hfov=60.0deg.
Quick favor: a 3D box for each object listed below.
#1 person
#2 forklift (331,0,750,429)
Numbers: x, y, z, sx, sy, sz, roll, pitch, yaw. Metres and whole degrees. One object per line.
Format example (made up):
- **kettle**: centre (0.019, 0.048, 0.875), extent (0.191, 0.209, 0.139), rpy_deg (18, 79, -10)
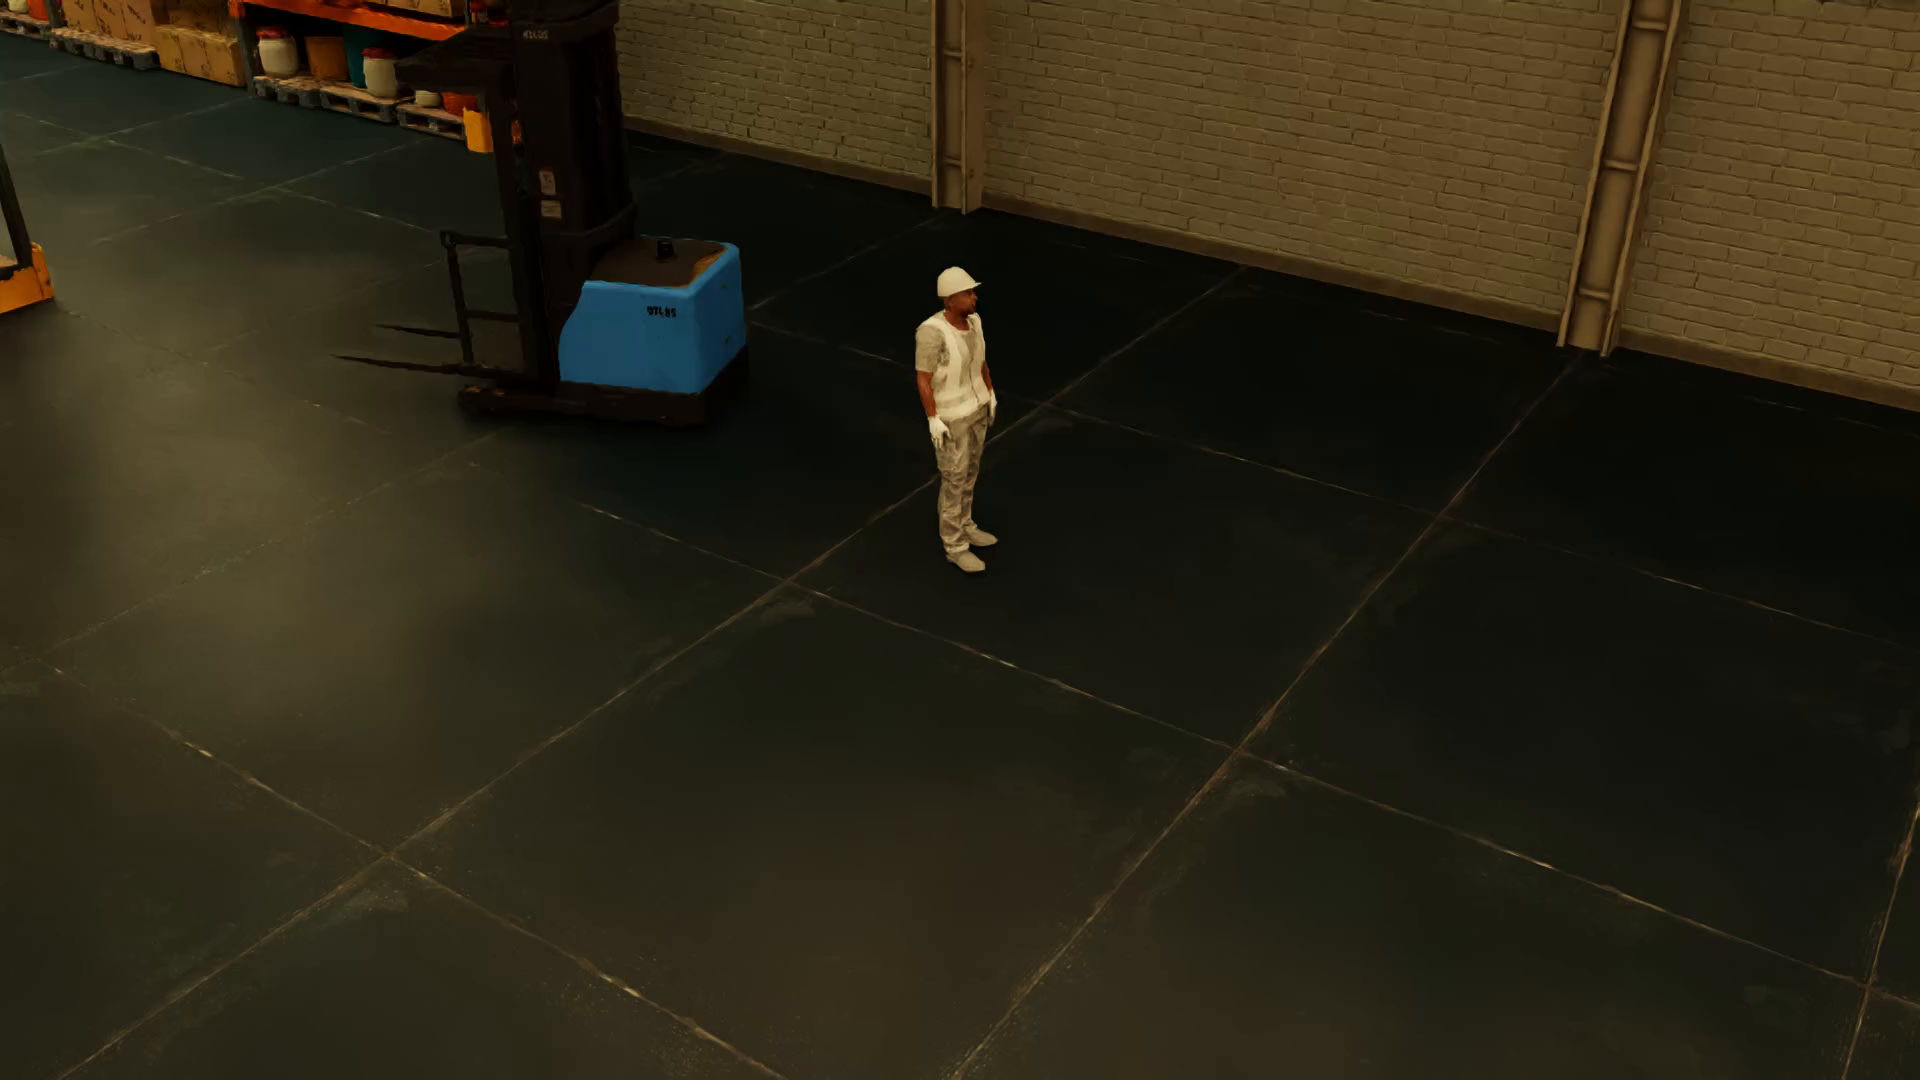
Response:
- **person**: centre (0.055, -0.754, 10.008), extent (0.576, 1.782, 0.655), rpy_deg (19, 35, 29)
- **forklift**: centre (-3.159, -2.443, 11.788), extent (3.031, 2.935, 1.130), rpy_deg (7, 31, 12)
